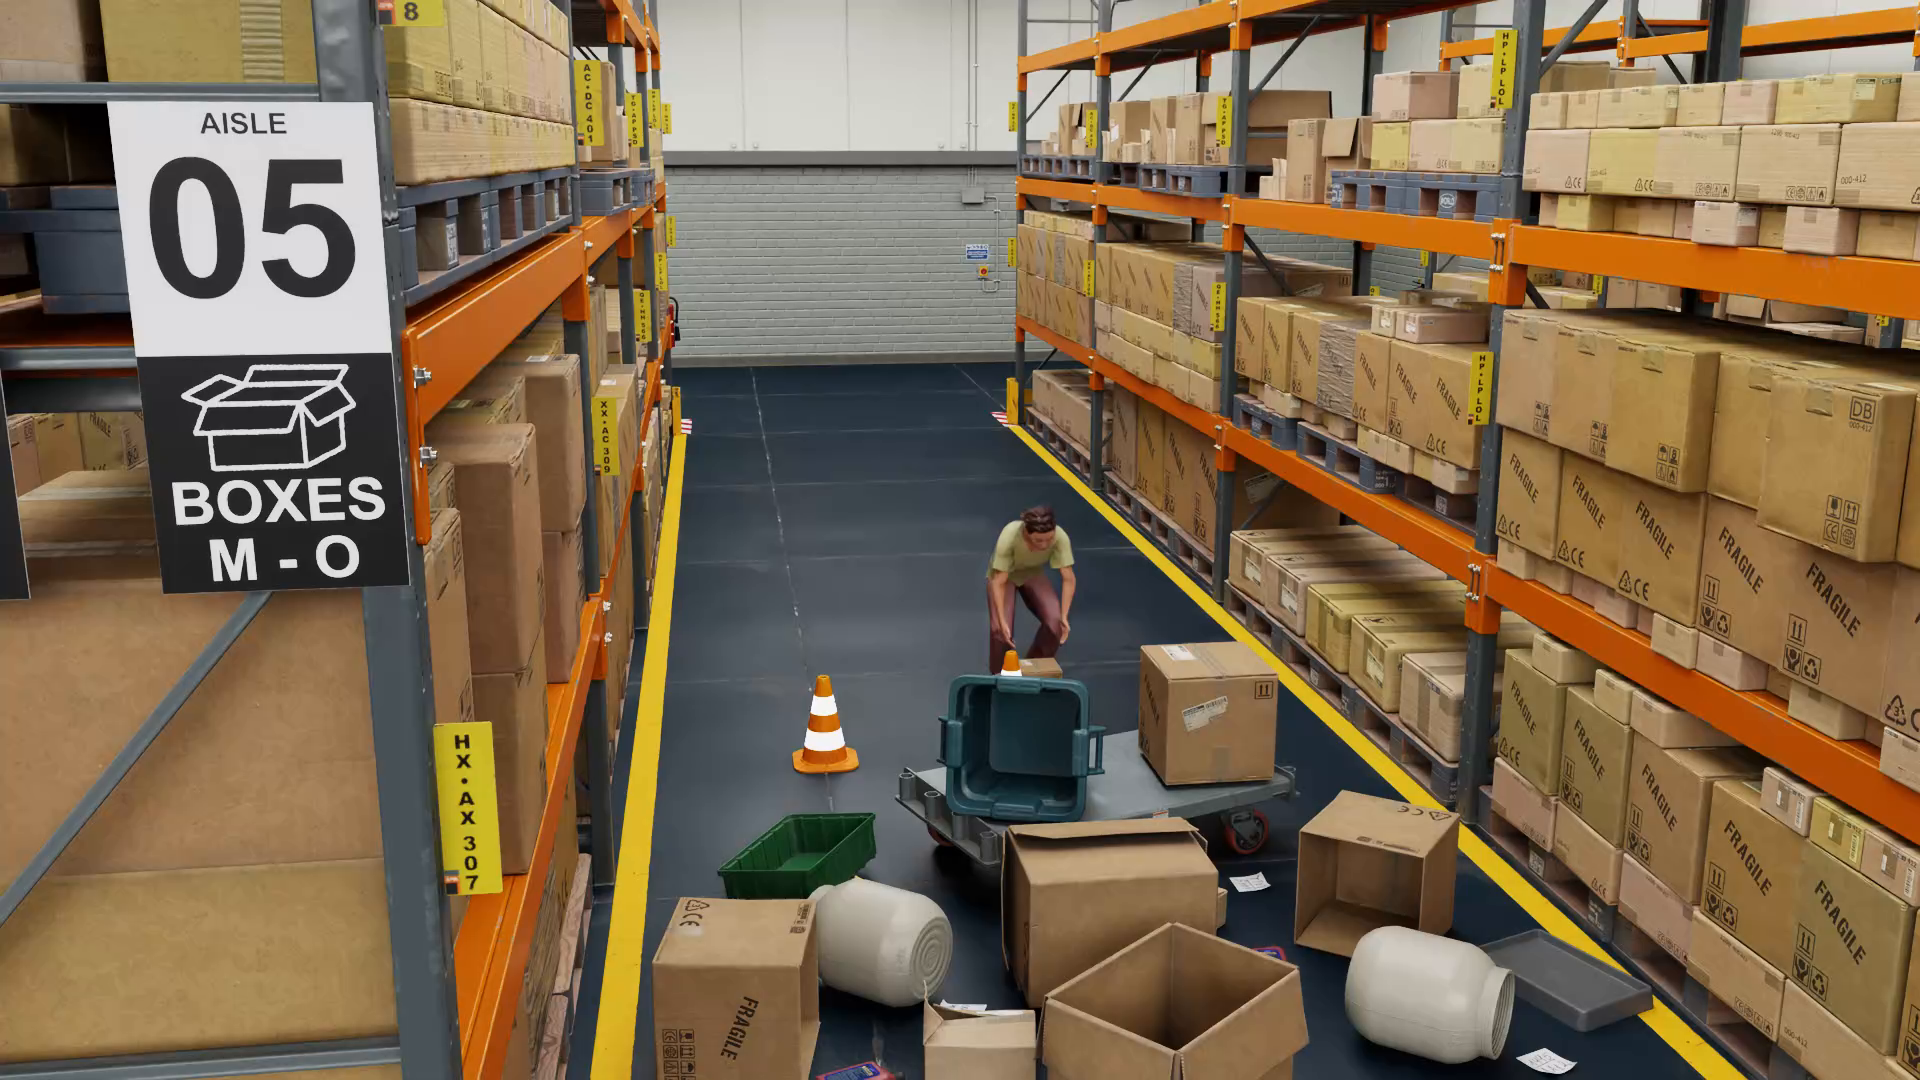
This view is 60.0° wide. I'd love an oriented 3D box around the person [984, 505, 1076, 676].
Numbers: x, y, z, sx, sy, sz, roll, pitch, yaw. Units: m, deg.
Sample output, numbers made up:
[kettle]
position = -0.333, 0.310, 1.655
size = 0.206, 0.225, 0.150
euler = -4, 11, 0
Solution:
[person]
position = 0.411, 0.309, 9.809
size = 0.505, 1.159, 0.740
euler = -2, 13, -8
